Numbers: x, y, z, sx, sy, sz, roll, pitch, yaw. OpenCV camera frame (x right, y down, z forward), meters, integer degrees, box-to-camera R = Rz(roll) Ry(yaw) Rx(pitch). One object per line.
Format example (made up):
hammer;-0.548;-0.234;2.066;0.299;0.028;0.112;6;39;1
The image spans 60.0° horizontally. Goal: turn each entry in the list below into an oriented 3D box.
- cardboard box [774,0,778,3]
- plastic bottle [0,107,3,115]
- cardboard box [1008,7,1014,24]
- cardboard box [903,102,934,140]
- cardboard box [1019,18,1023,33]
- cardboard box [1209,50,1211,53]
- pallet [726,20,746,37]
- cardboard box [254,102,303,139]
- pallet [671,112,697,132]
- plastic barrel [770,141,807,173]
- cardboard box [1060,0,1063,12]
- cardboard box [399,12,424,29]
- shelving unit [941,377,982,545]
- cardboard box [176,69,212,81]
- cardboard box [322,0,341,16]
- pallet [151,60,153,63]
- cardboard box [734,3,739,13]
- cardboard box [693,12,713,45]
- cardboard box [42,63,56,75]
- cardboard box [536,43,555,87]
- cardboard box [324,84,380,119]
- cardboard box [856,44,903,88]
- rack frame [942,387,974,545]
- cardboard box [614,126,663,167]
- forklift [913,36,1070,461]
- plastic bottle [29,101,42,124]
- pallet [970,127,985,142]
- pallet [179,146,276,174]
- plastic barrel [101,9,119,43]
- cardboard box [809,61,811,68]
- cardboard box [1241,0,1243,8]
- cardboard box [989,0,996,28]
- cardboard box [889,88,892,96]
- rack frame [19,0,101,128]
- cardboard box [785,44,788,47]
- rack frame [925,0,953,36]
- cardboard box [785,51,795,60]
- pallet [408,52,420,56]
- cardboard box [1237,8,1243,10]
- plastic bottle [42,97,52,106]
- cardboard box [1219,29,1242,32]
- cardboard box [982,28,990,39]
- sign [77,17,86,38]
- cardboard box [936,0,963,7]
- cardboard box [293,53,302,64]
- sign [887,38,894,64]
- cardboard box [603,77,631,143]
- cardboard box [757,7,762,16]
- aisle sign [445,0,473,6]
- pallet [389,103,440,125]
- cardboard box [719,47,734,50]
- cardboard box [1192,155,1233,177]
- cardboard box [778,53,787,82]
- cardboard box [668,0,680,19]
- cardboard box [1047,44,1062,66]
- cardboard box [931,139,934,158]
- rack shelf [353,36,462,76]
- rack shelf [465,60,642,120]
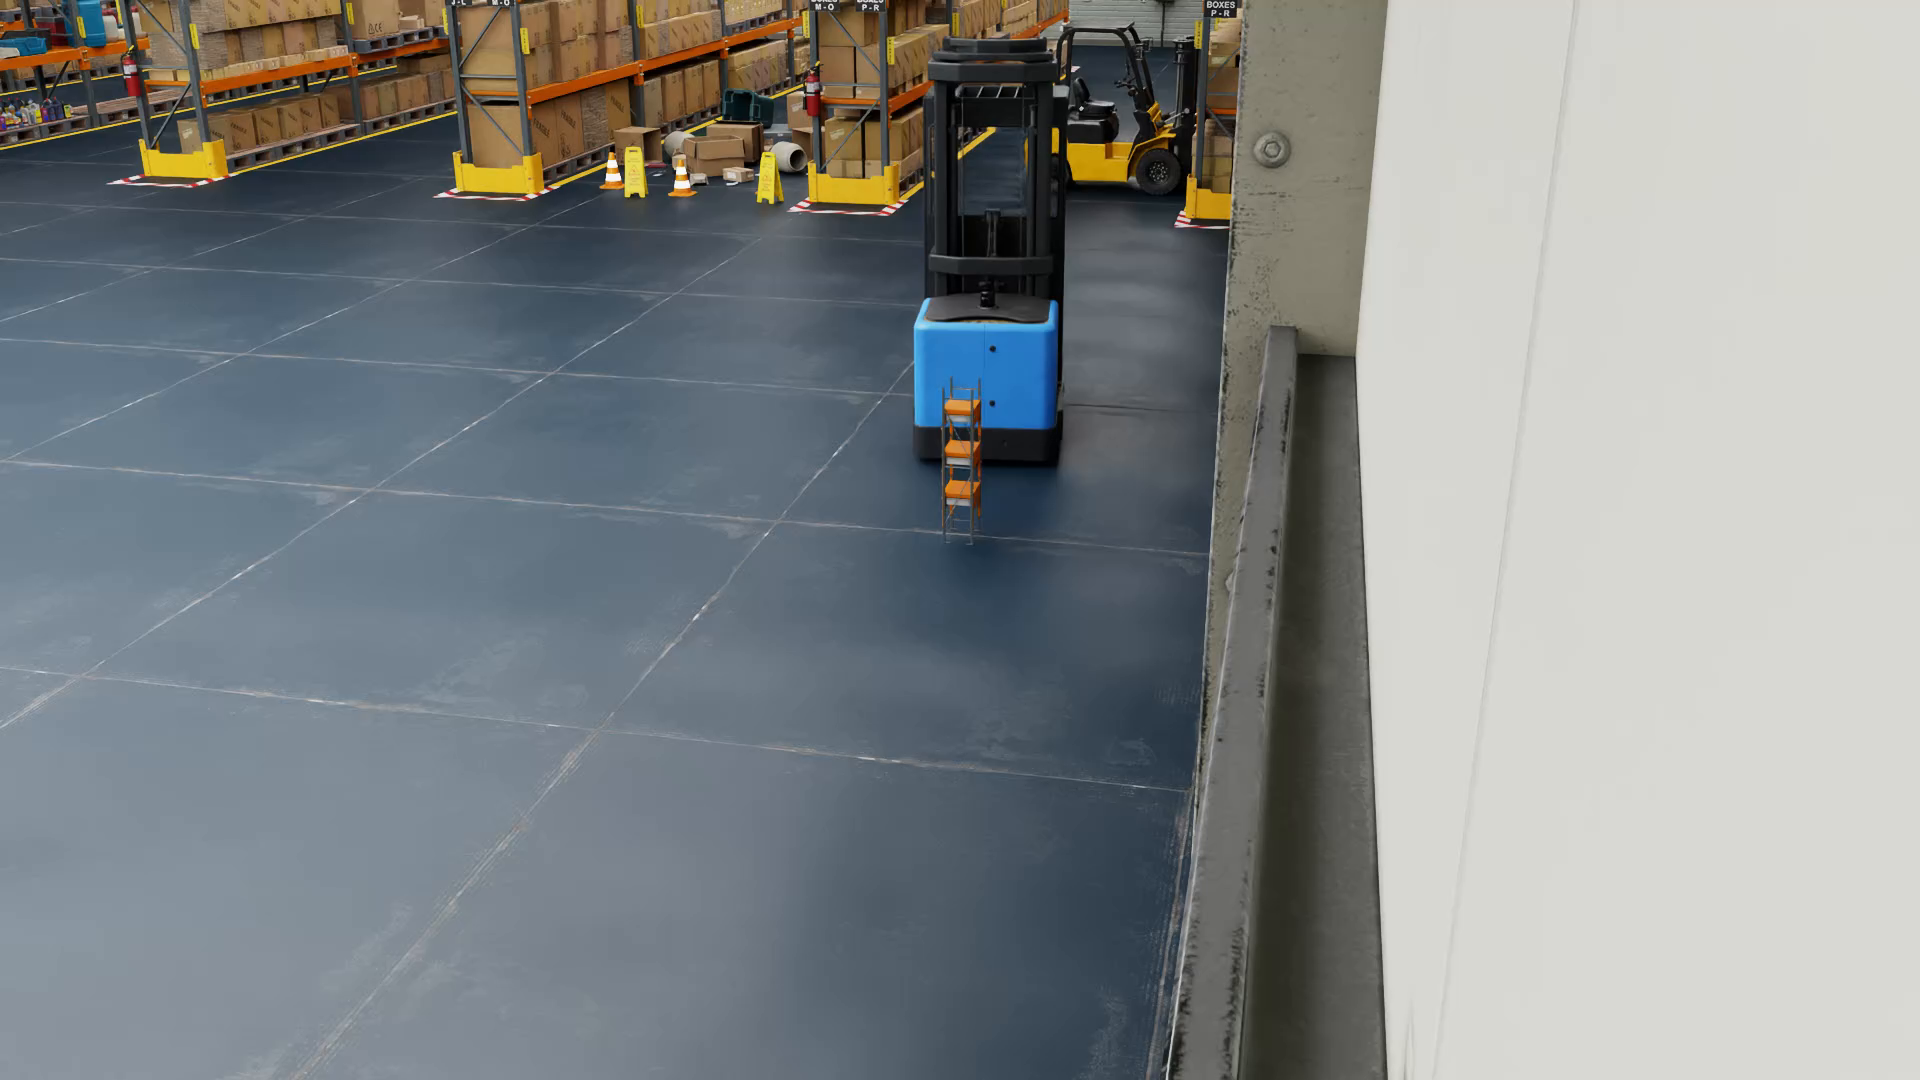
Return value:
cardboard box;-3.774;-10.536;32.391;0.380;0.149;0.250;5;22;11
plastic bottle;-15.753;-6.993;27.280;0.097;0.271;0.097;0;22;0
cardboard box;0.668;-9.292;29.456;0.500;0.250;0.500;5;22;12
cardboard box;-0.663;-5.969;23.788;0.500;0.500;0.500;6;23;14
cardboard box;0.860;-9.425;30.457;0.500;0.250;0.500;4;22;11
cardboard box;3.264;-6.062;20.903;0.380;0.149;0.250;5;22;12
pallet;-4.609;-9.294;30.187;1.213;0.211;1.003;4;22;11
cardboard box;-10.581;-6.515;25.815;0.500;0.500;0.500;2;22;6
pallet;-5.136;-7.093;28.198;1.003;0.211;1.213;4;22;11
plastic barrel;-2.476;-5.524;24.017;0.421;0.421;0.512;-16;27;-35
cardboard box;1.893;-11.367;34.943;0.500;0.500;0.500;4;22;10
cardboard box;-9.561;-9.031;28.896;0.396;0.266;0.258;4;22;9
shelving unit;0.011;-0.507;10.721;0.215;1.050;0.252;4;22;11
cardboard box;-10.826;-6.573;23.510;0.380;0.149;0.250;4;22;11
cardboard box;-10.124;-8.529;26.160;0.500;0.500;0.500;4;22;11
pallet;-17.978;-11.154;38.281;1.003;0.211;1.213;4;22;11
cardboard box;-4.250;-9.689;30.287;0.380;0.149;0.250;4;22;9
cardboard box;-4.582;-8.793;28.553;0.500;0.500;0.500;4;22;11
cardboard box;-18.708;-9.667;33.613;0.500;0.500;0.500;4;22;9
cardboard box;-6.160;-6.600;23.040;0.875;0.550;0.550;4;22;11
cardboard box;-10.155;-7.334;27.820;0.700;0.500;0.500;3;22;7
cardboard box;-1.048;-6.185;21.677;0.500;0.500;0.500;4;22;10
rack frame;-0.014;-0.462;10.610;0.200;1.050;0.008;4;22;11
cardboard box;-4.778;-5.847;24.714;0.500;0.500;0.500;8;23;20
forklift;0.283;-2.443;13.011;1.130;2.935;3.031;2;22;4
plastic bottle;-15.104;-6.974;27.125;0.144;0.351;0.185;4;22;11
pallet;-0.195;-6.750;27.346;1.003;0.211;1.213;4;22;11
pallet;-10.901;-5.632;24.571;1.003;0.211;1.213;4;22;11
plastic barrel;-14.740;-8.840;28.621;0.433;0.535;0.433;0;22;0
cardboard box;-3.220;-10.036;35.026;0.380;0.149;0.250;4;22;9
cardboard box;5.229;-9.251;29.122;0.797;0.503;0.637;4;22;10
cardboard box;0.301;-8.776;27.549;0.500;0.500;0.500;4;22;10
cardboard box;-1.106;-5.934;21.922;0.380;0.149;0.250;5;22;12
rack frame;-15.150;-8.444;27.819;1.000;3.000;0.127;4;22;11
cardboard box;-3.822;-10.358;35.030;0.380;0.149;0.250;4;22;9
rack frame;-0.600;-7.311;25.006;1.000;3.000;0.127;4;22;11
cardboard box;-3.561;-9.836;33.733;0.380;0.149;0.250;5;23;13
pallet;-12.908;-11.241;38.496;1.003;0.211;1.213;4;22;11
cardboard box;4.723;-8.650;27.329;0.380;0.149;0.250;5;22;12
plastic bottle;-15.140;-7.173;27.620;0.144;0.351;0.185;4;22;11
cardboard box;3.618;-6.665;22.002;0.380;0.149;0.250;5;22;12
cardboard box;0.287;-8.322;27.291;0.380;0.149;0.250;5;22;12
sign;-14.614;-8.526;27.654;0.100;0.325;0.005;4;22;11
cardboard box;-0.157;-8.136;25.093;0.380;0.149;0.250;4;22;11
cardboard box;-10.361;-7.396;25.552;0.380;0.149;0.250;4;22;11
sign;-0.885;-6.208;21.110;0.100;0.325;0.005;4;22;11
cardboard box;-5.663;-6.636;25.612;0.875;0.875;0.875;5;22;12
cardboard box;-3.984;-10.018;31.503;0.380;0.149;0.250;5;23;13
aisle sign;-6.590;-7.391;21.726;0.394;0.787;0.004;4;22;11
pallet;-9.897;-7.505;29.221;1.003;0.211;1.213;4;22;11
cardboard box;-4.556;-9.138;31.322;0.500;0.250;0.500;5;22;12
cardboard box;3.237;-4.824;21.281;0.500;0.250;0.500;4;22;10
cardboard box;-3.738;-9.323;32.785;0.500;0.500;0.500;4;22;10
cardboard box;-5.060;-8.901;27.482;0.700;0.500;0.500;4;22;10
cardboard box;1.634;-10.122;34.852;0.875;0.438;0.875;5;22;12
cardboard box;-0.664;-5.613;23.907;0.500;0.250;0.500;5;22;12
rack shelf;-9.893;-8.464;28.833;1.077;0.370;4.000;4;22;11
rack shelf;-5.874;-6.586;24.170;1.077;0.370;4.000;4;22;11
